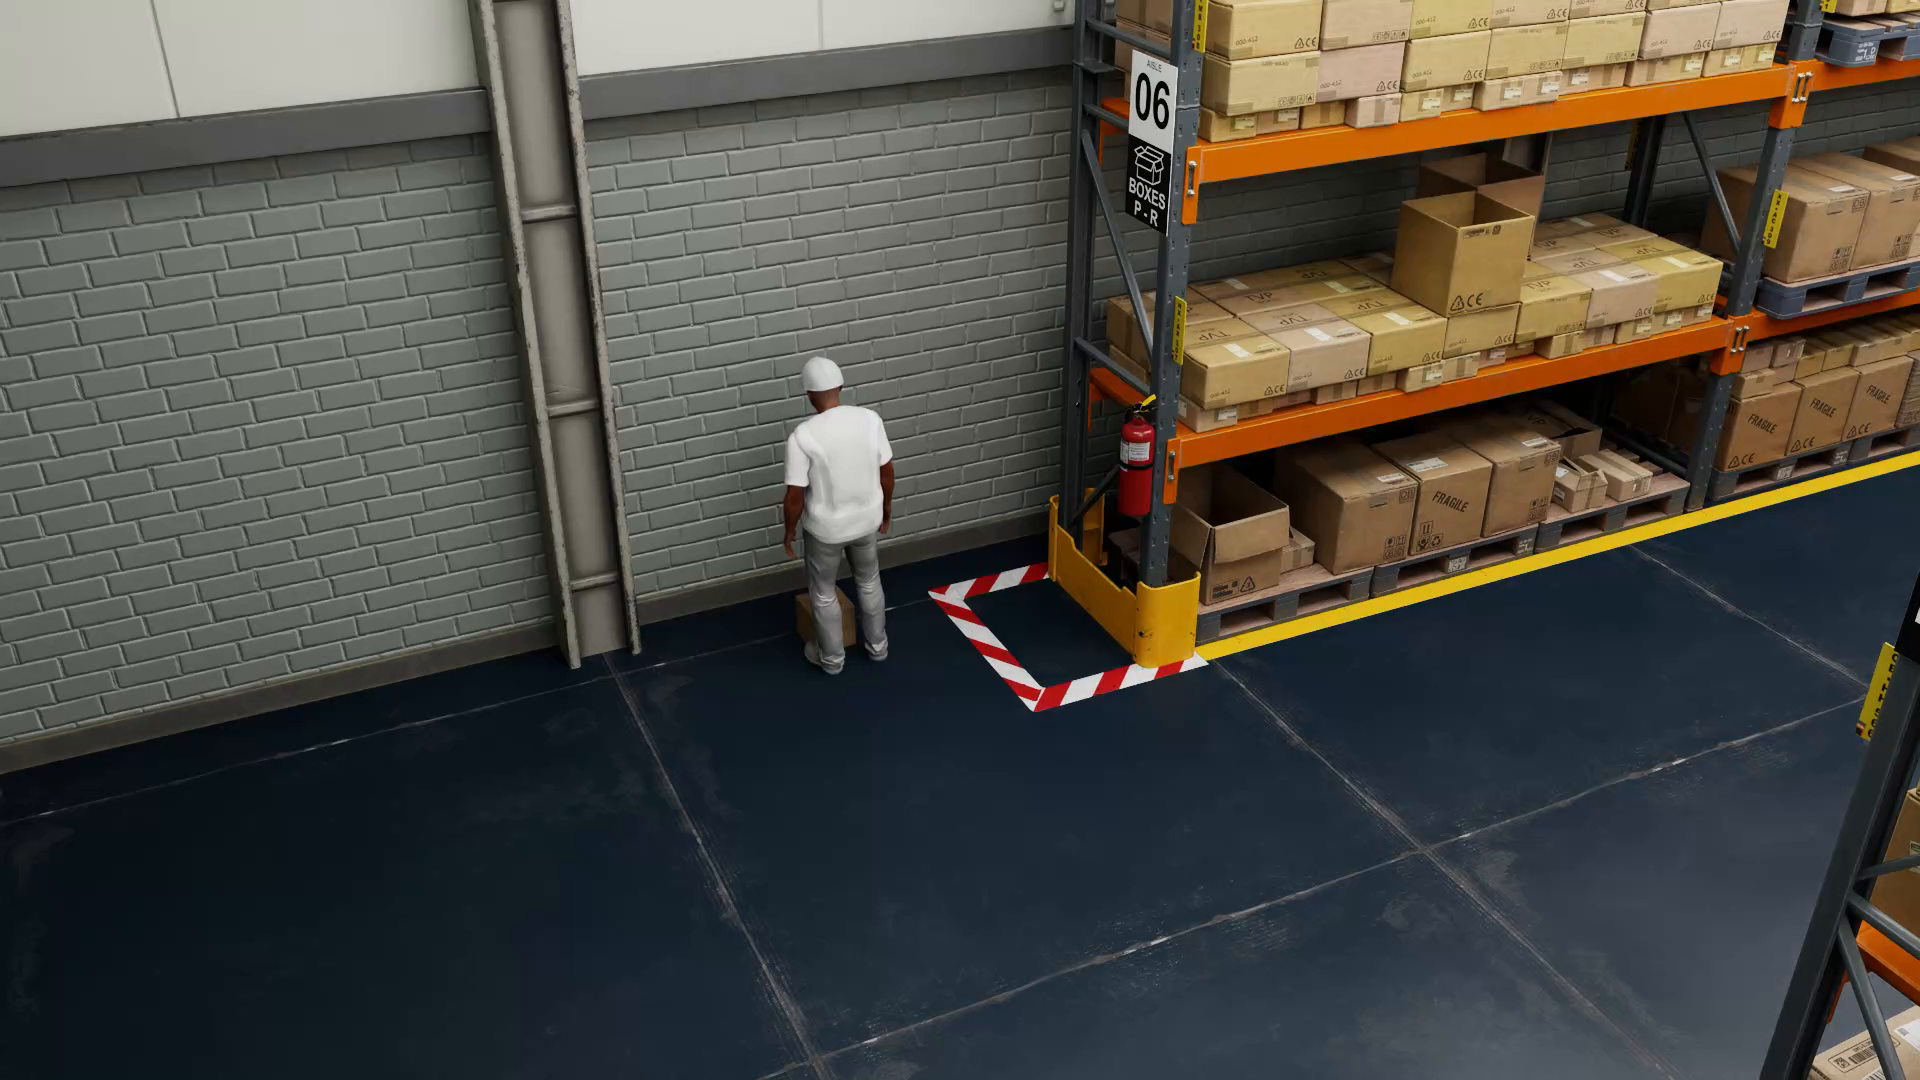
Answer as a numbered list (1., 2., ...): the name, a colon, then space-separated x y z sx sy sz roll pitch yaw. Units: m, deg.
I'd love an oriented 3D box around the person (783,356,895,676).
1. person: -0.635 -0.116 8.644 0.629 1.759 0.460 -15 33 -25
